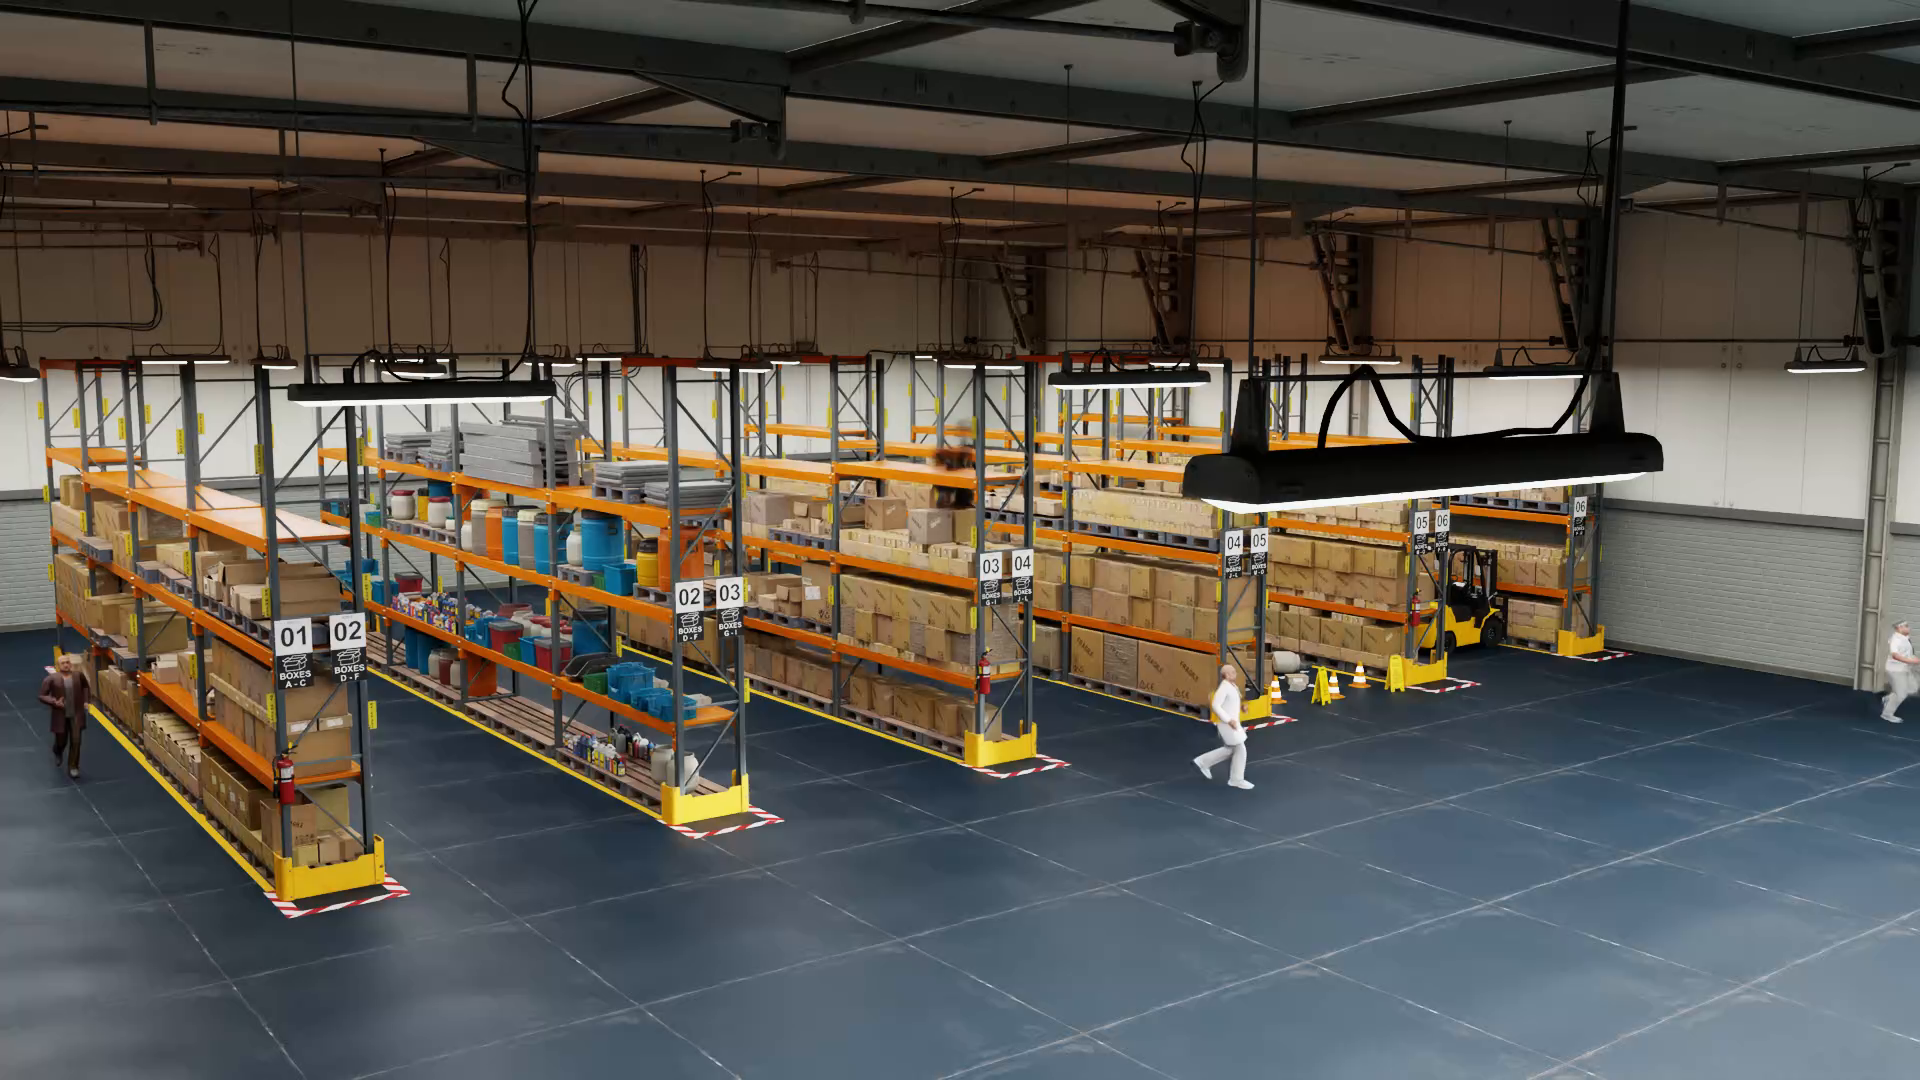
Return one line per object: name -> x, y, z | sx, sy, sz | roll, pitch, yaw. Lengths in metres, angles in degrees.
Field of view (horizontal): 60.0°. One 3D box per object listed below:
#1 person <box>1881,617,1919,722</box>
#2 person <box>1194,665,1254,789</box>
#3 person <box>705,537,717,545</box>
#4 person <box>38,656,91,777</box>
person -> 15.651, 2.149, 27.618 | 0.578, 1.754, 0.716 | 5, 9, 37
person -> 3.757, 2.639, 23.603 | 0.858, 1.775, 0.704 | 1, 7, 9
person -> -6.077, 0.674, 40.245 | 0.699, 1.668, 0.530 | 0, 7, -2
person -> -13.052, 2.547, 24.290 | 0.718, 1.746, 0.833 | -6, 9, -41
